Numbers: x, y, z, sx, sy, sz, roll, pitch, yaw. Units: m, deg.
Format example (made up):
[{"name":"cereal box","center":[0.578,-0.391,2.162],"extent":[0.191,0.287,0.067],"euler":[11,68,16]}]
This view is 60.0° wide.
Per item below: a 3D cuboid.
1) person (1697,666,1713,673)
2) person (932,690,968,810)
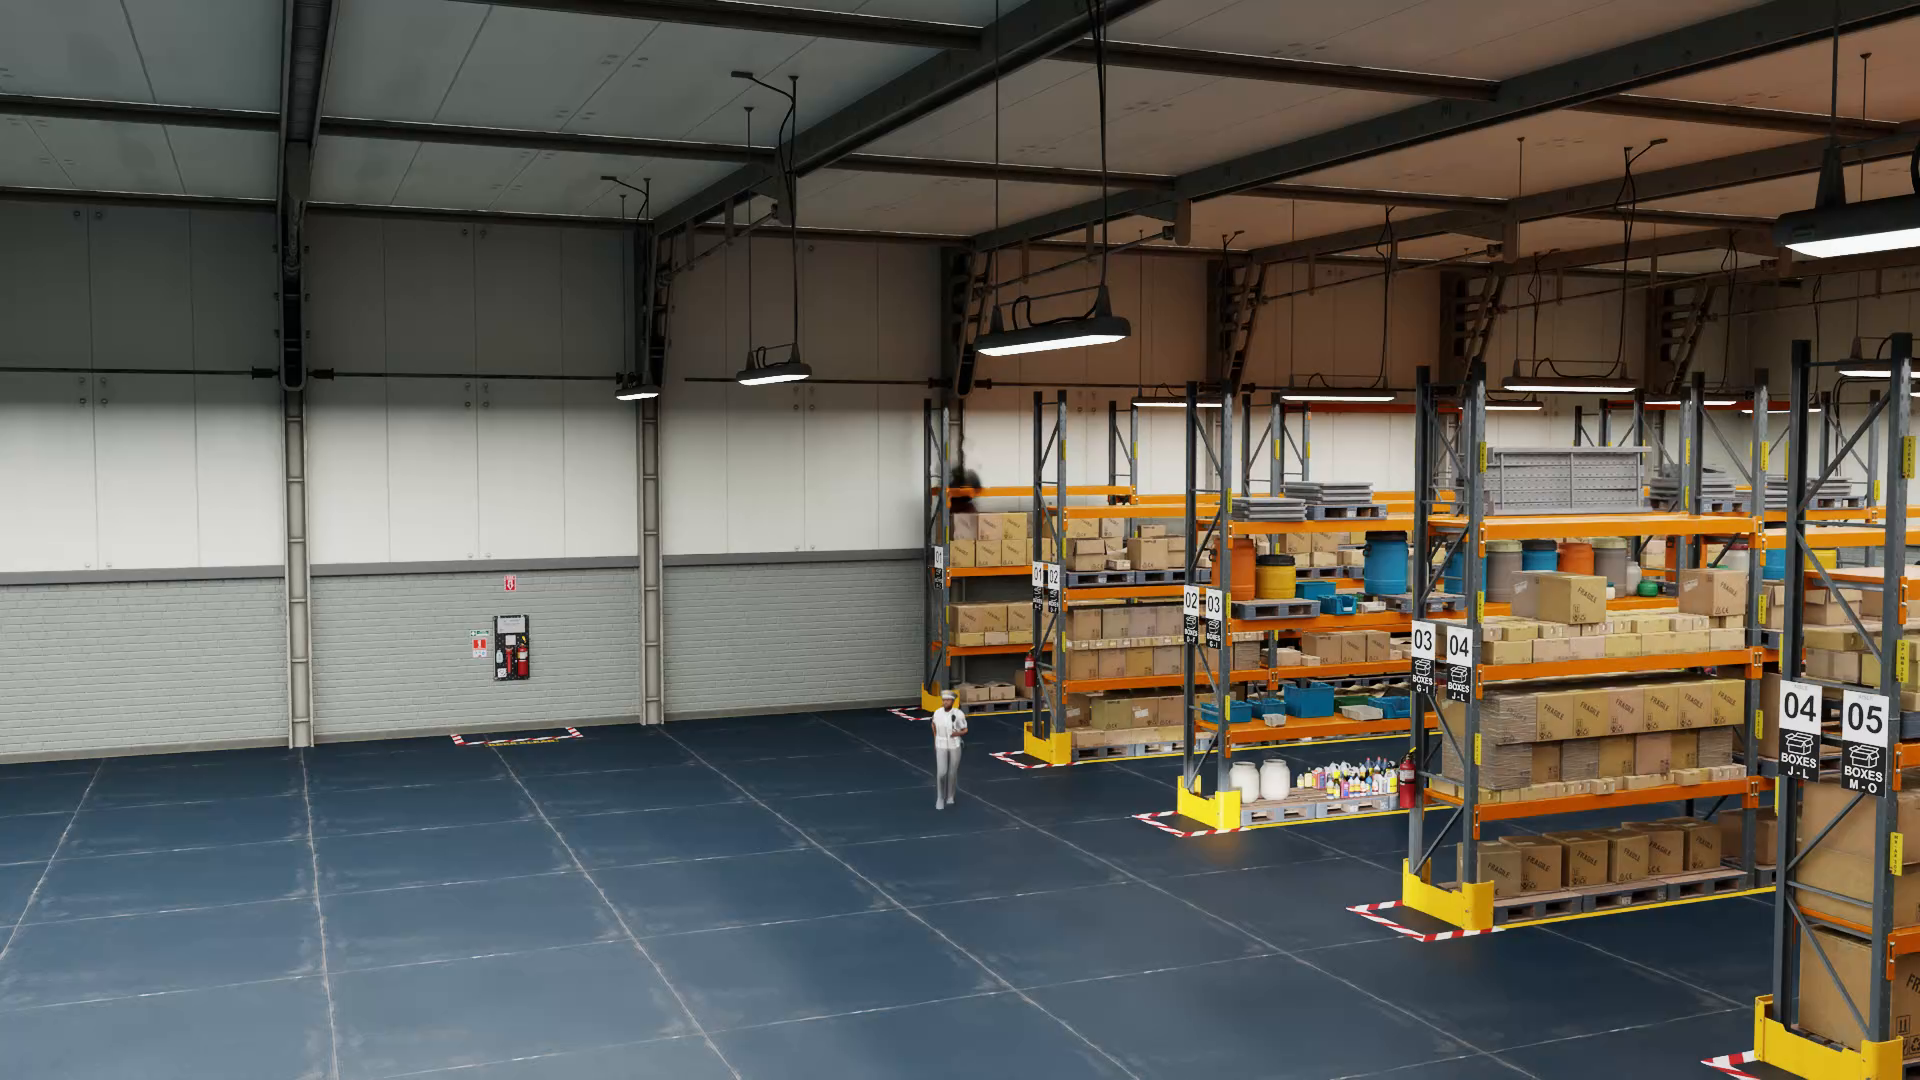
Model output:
[{"name":"person","center":[13.347,2.546,29.792],"extent":[0.837,1.788,0.640],"euler":[-2,4,-34]},{"name":"person","center":[-0.154,2.959,23.397],"extent":[0.548,1.728,0.683],"euler":[0,3,6]}]
